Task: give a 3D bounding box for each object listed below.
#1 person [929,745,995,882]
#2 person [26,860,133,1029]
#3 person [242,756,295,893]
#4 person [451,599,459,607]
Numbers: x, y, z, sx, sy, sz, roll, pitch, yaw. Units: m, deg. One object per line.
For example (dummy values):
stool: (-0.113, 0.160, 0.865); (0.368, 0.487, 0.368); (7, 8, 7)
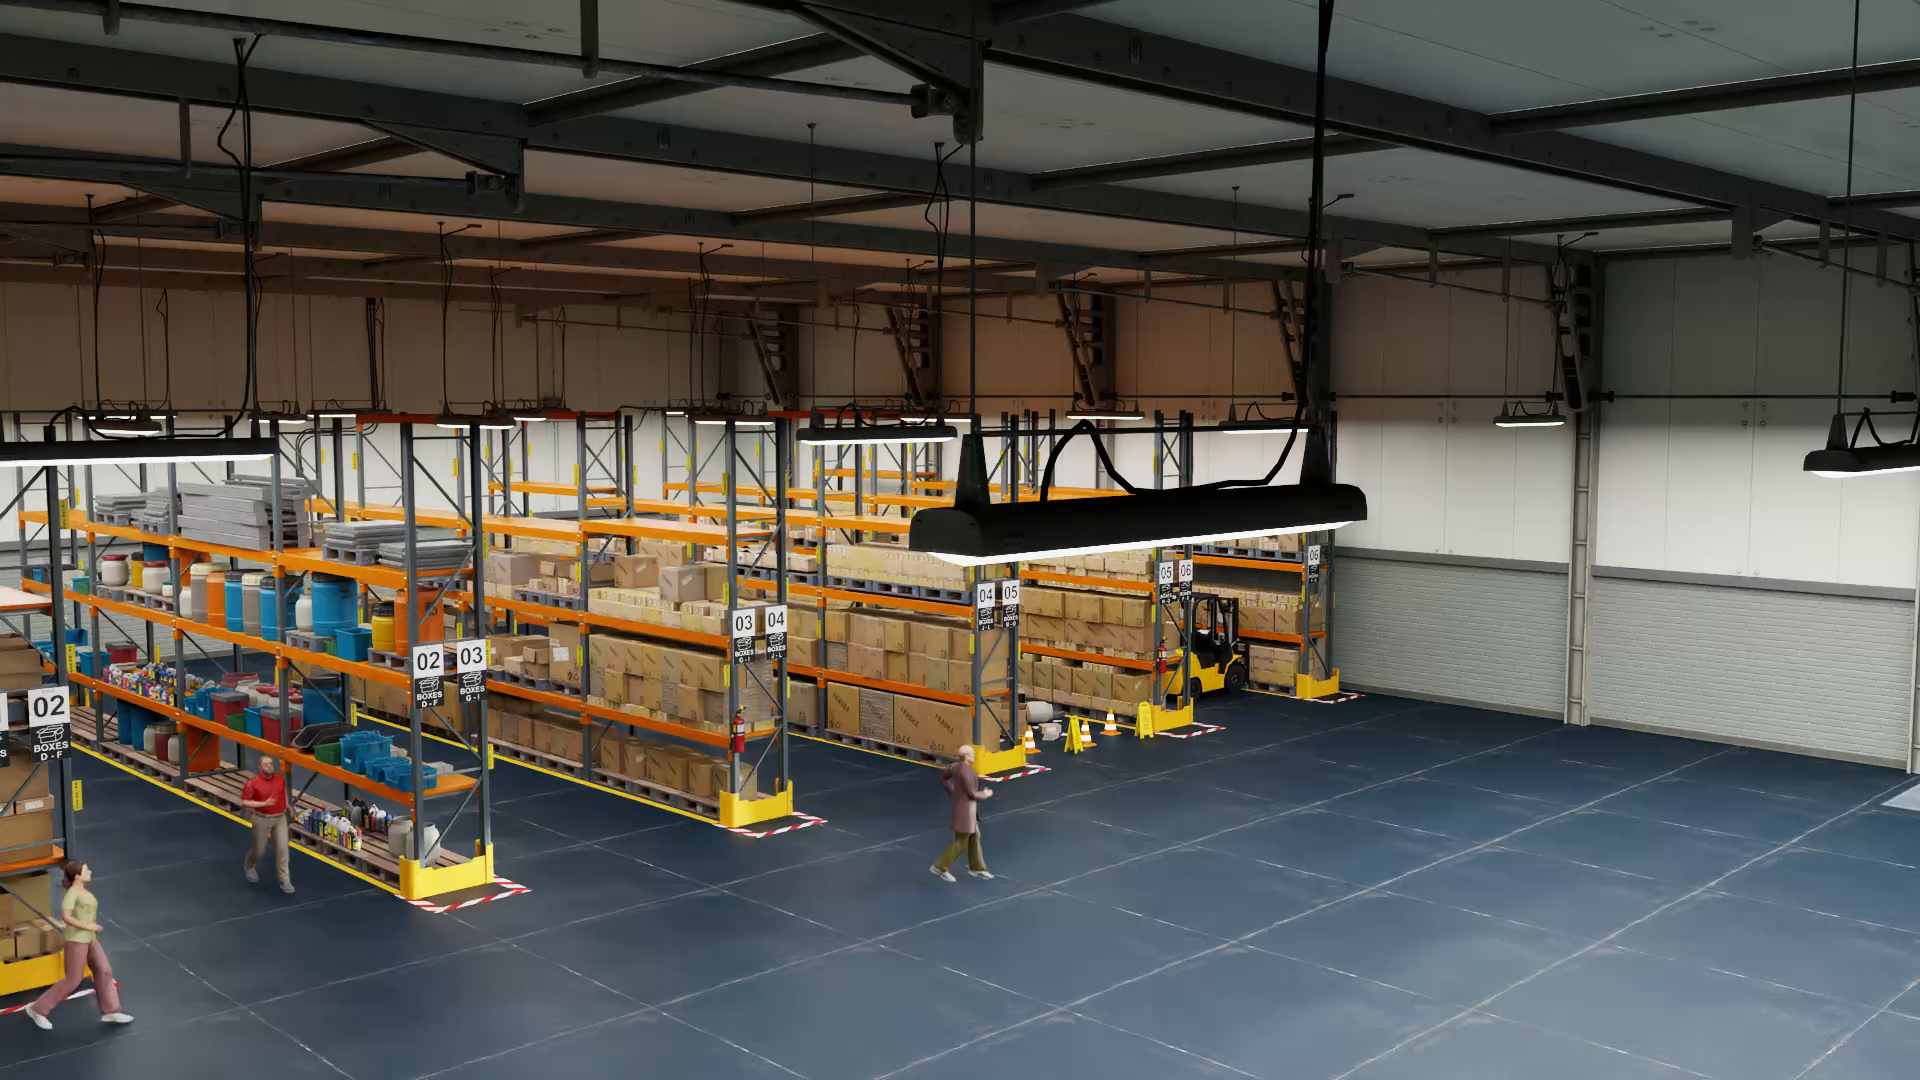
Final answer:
person: (0.028, 3.567, 21.575); (0.922, 1.829, 0.737); (-1, 5, -15)
person: (-8.835, 4.040, 16.738); (0.952, 1.638, 0.641); (-1, 5, -14)
person: (-8.845, 3.607, 21.277); (0.983, 1.706, 0.667); (5, 7, 43)
person: (-11.940, 2.093, 39.312); (0.579, 1.696, 0.821); (3, 6, 28)
